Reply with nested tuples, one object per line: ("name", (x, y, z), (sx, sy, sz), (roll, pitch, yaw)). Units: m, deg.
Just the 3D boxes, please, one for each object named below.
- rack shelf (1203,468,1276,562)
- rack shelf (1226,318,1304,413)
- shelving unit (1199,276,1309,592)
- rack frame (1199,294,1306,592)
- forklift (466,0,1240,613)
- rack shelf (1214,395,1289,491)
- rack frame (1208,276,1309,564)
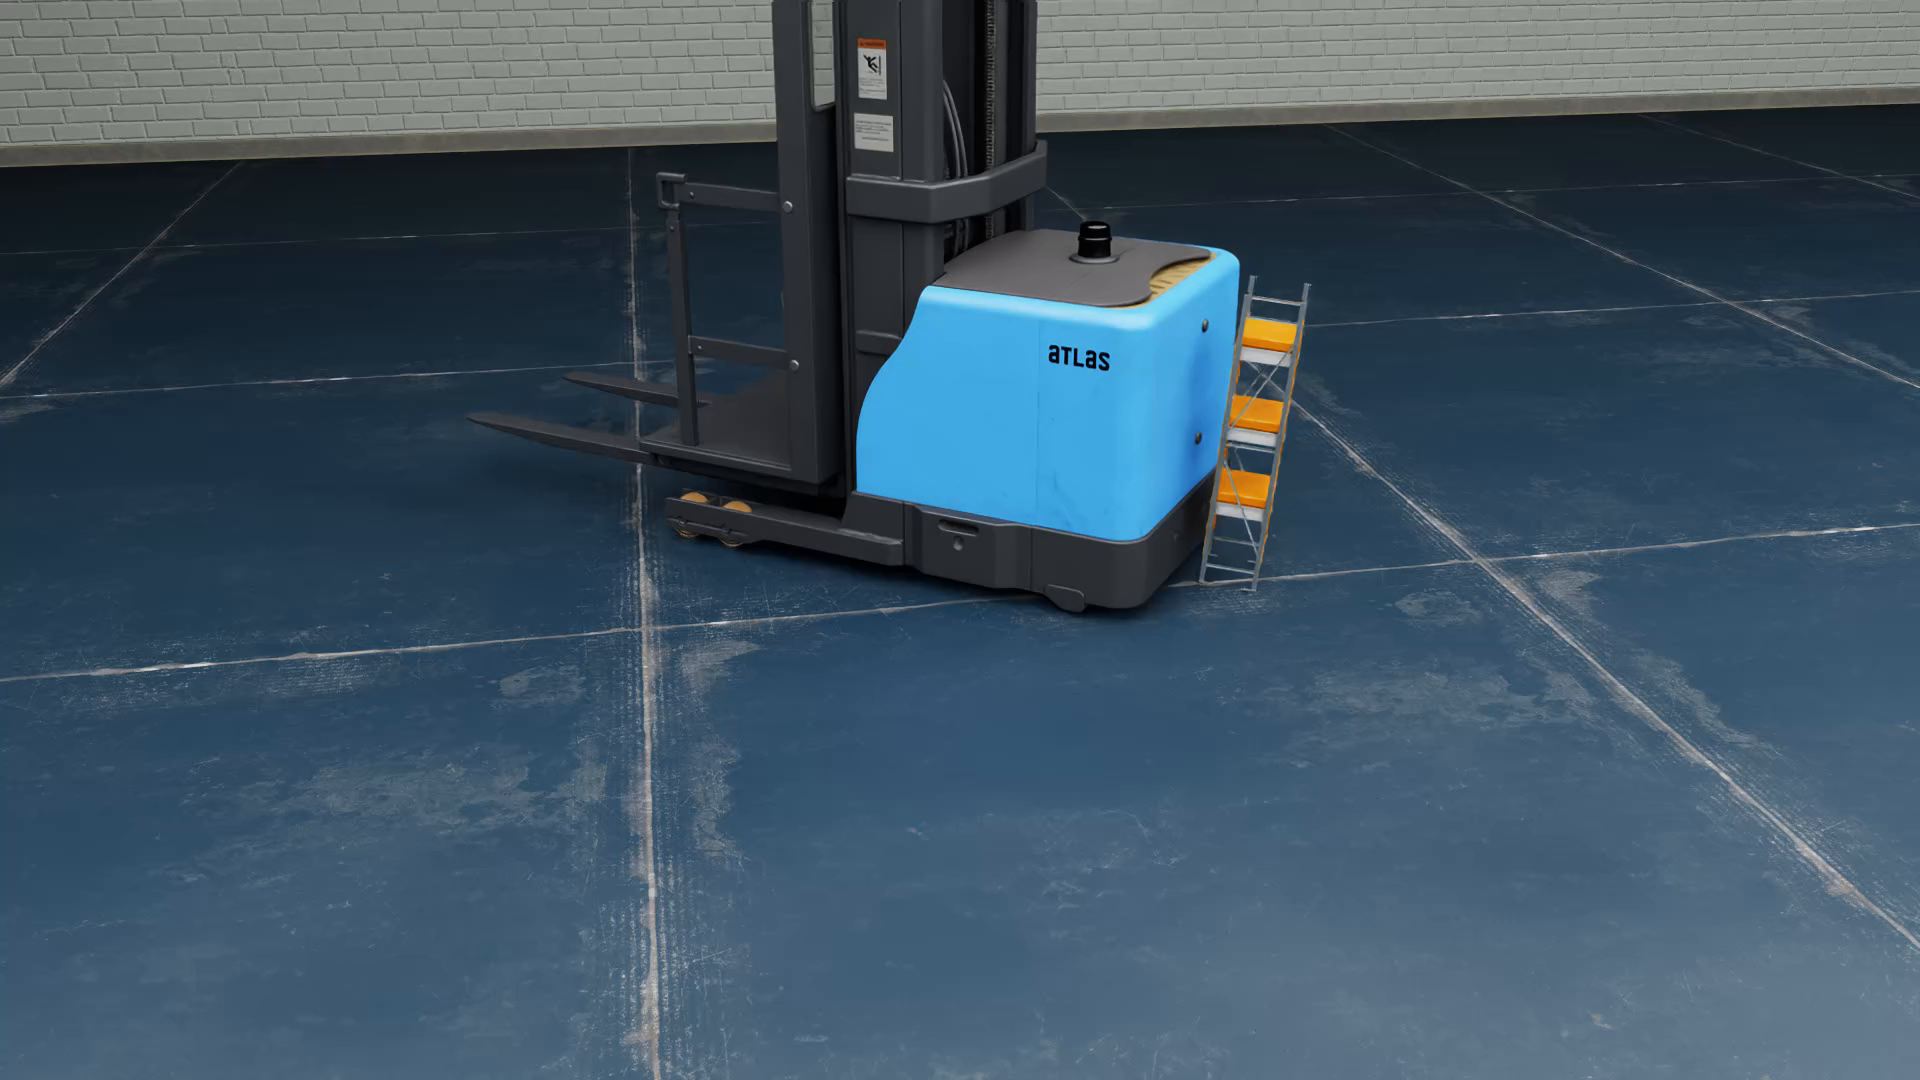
("rack shelf", (0.986, -0.096, 5.855), (0.215, 0.259, 0.240), (10, 25, 10))
("rack shelf", (1.033, -0.604, 5.621), (0.215, 0.259, 0.240), (10, 25, 10))
("shelving unit", (1.010, -0.357, 5.735), (0.215, 1.050, 0.252), (10, 25, 10))
("rack frame", (0.982, -0.309, 5.626), (0.200, 1.050, 0.008), (10, 25, 10))
("forklift", (-0.538, -1.493, 6.007), (3.031, 2.935, 1.130), (11, 26, 24))
("rack shelf", (1.009, -0.347, 5.739), (0.215, 0.259, 0.240), (10, 25, 10))
("rack frame", (1.038, -0.404, 5.843), (0.200, 1.050, 0.008), (10, 25, 10))
